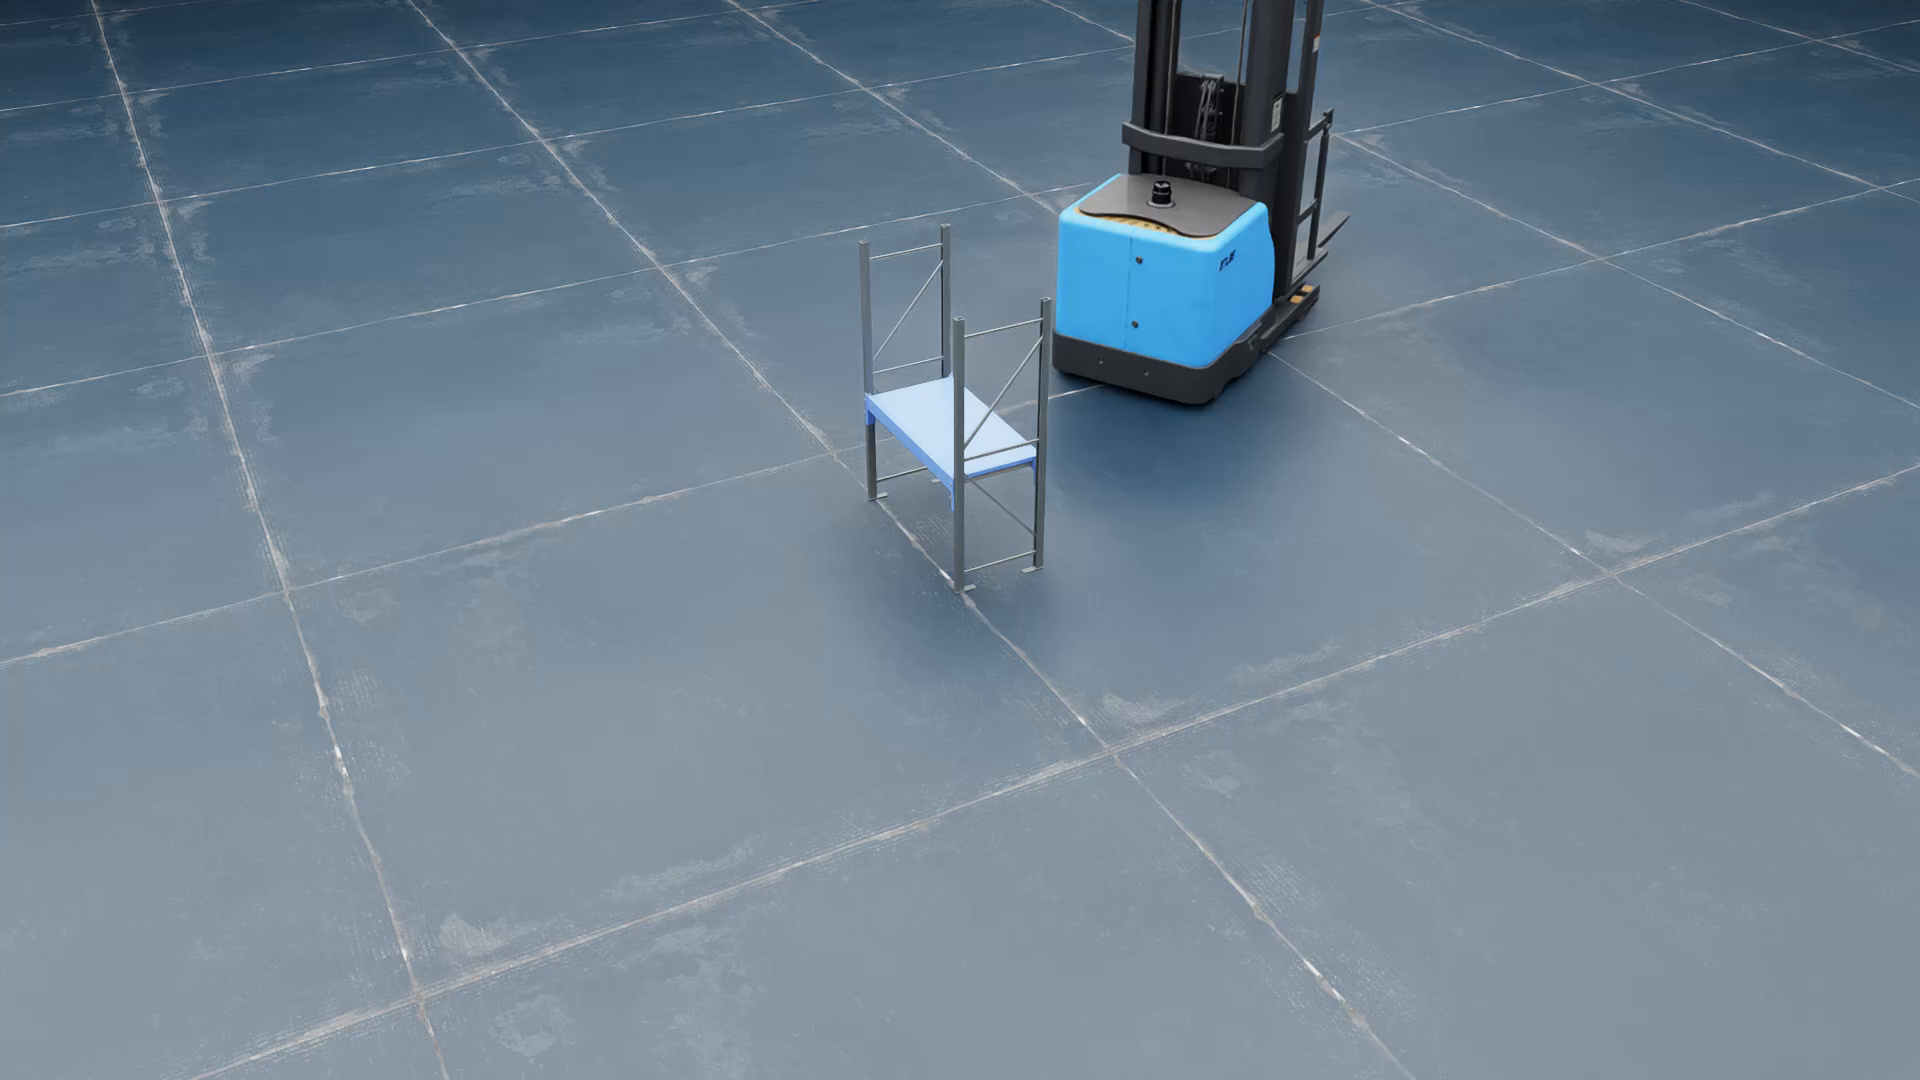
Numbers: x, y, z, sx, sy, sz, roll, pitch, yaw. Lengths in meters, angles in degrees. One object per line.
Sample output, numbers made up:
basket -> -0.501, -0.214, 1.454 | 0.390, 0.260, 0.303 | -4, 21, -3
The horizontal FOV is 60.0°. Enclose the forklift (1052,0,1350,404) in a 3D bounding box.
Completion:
forklift -> 1.756, -2.803, 10.408 | 1.130, 2.935, 3.031 | 18, 37, 26

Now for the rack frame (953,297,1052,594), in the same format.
rack frame -> 0.197, -0.430, 8.030 | 0.500, 1.500, 0.032 | -16, 36, -23

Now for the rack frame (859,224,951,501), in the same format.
rack frame -> -0.277, -0.915, 8.788 | 0.500, 1.500, 0.032 | -16, 36, -23

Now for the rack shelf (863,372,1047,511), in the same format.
rack shelf -> -0.040, -0.521, 8.506 | 0.538, 0.185, 1.000 | -16, 36, -23

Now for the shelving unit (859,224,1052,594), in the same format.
shelving unit -> -0.040, -0.672, 8.409 | 0.538, 1.500, 1.048 | -16, 36, -23
